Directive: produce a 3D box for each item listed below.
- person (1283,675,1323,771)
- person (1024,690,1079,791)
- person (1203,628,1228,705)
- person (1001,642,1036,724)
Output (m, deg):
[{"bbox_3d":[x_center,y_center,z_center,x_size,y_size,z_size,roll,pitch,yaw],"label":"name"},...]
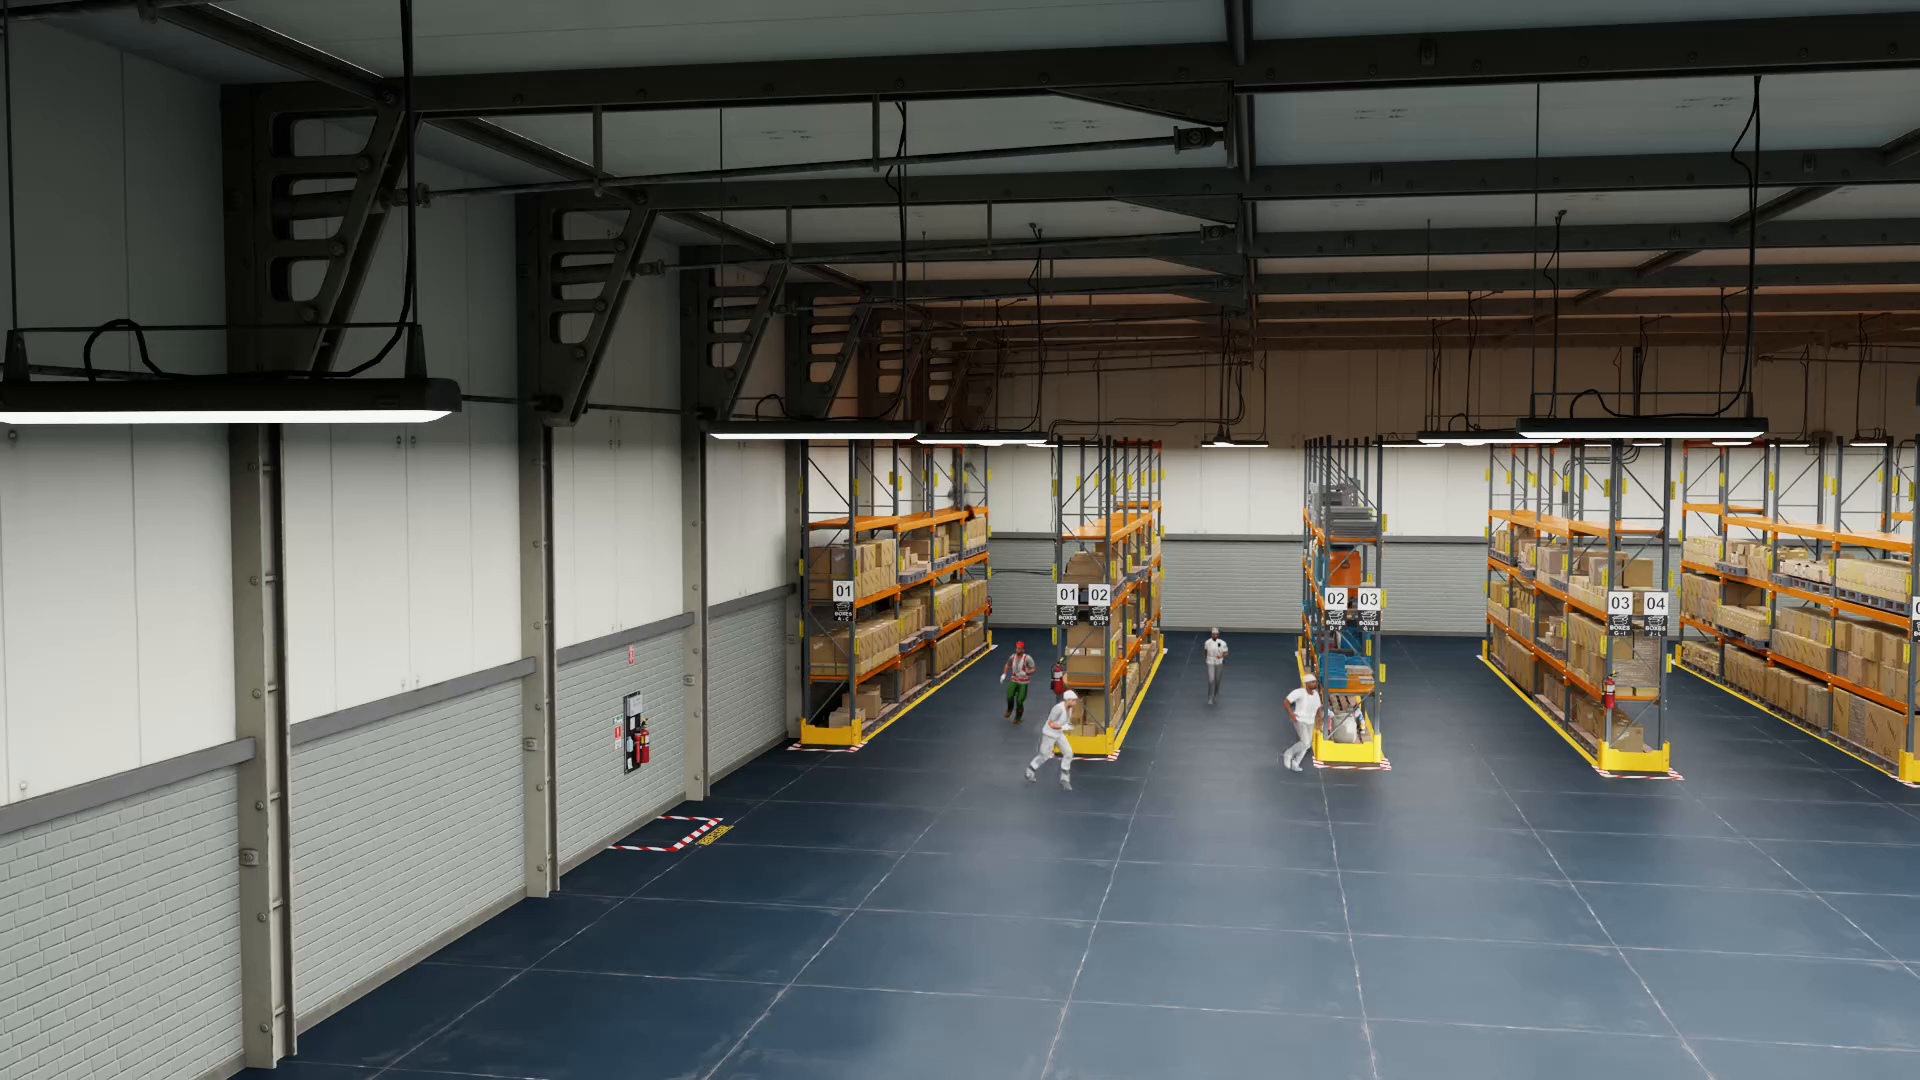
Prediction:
[{"bbox_3d":[6.184,3.259,29.702,0.730,1.716,0.563,-2,4,-35],"label":"person"},{"bbox_3d":[1.560,3.380,28.168,1.037,1.728,0.705,2,4,33],"label":"person"},{"bbox_3d":[5.793,2.847,37.664,0.561,1.762,0.756,0,3,9],"label":"person"},{"bbox_3d":[1.207,2.987,34.772,0.785,1.737,0.572,1,3,14],"label":"person"}]
